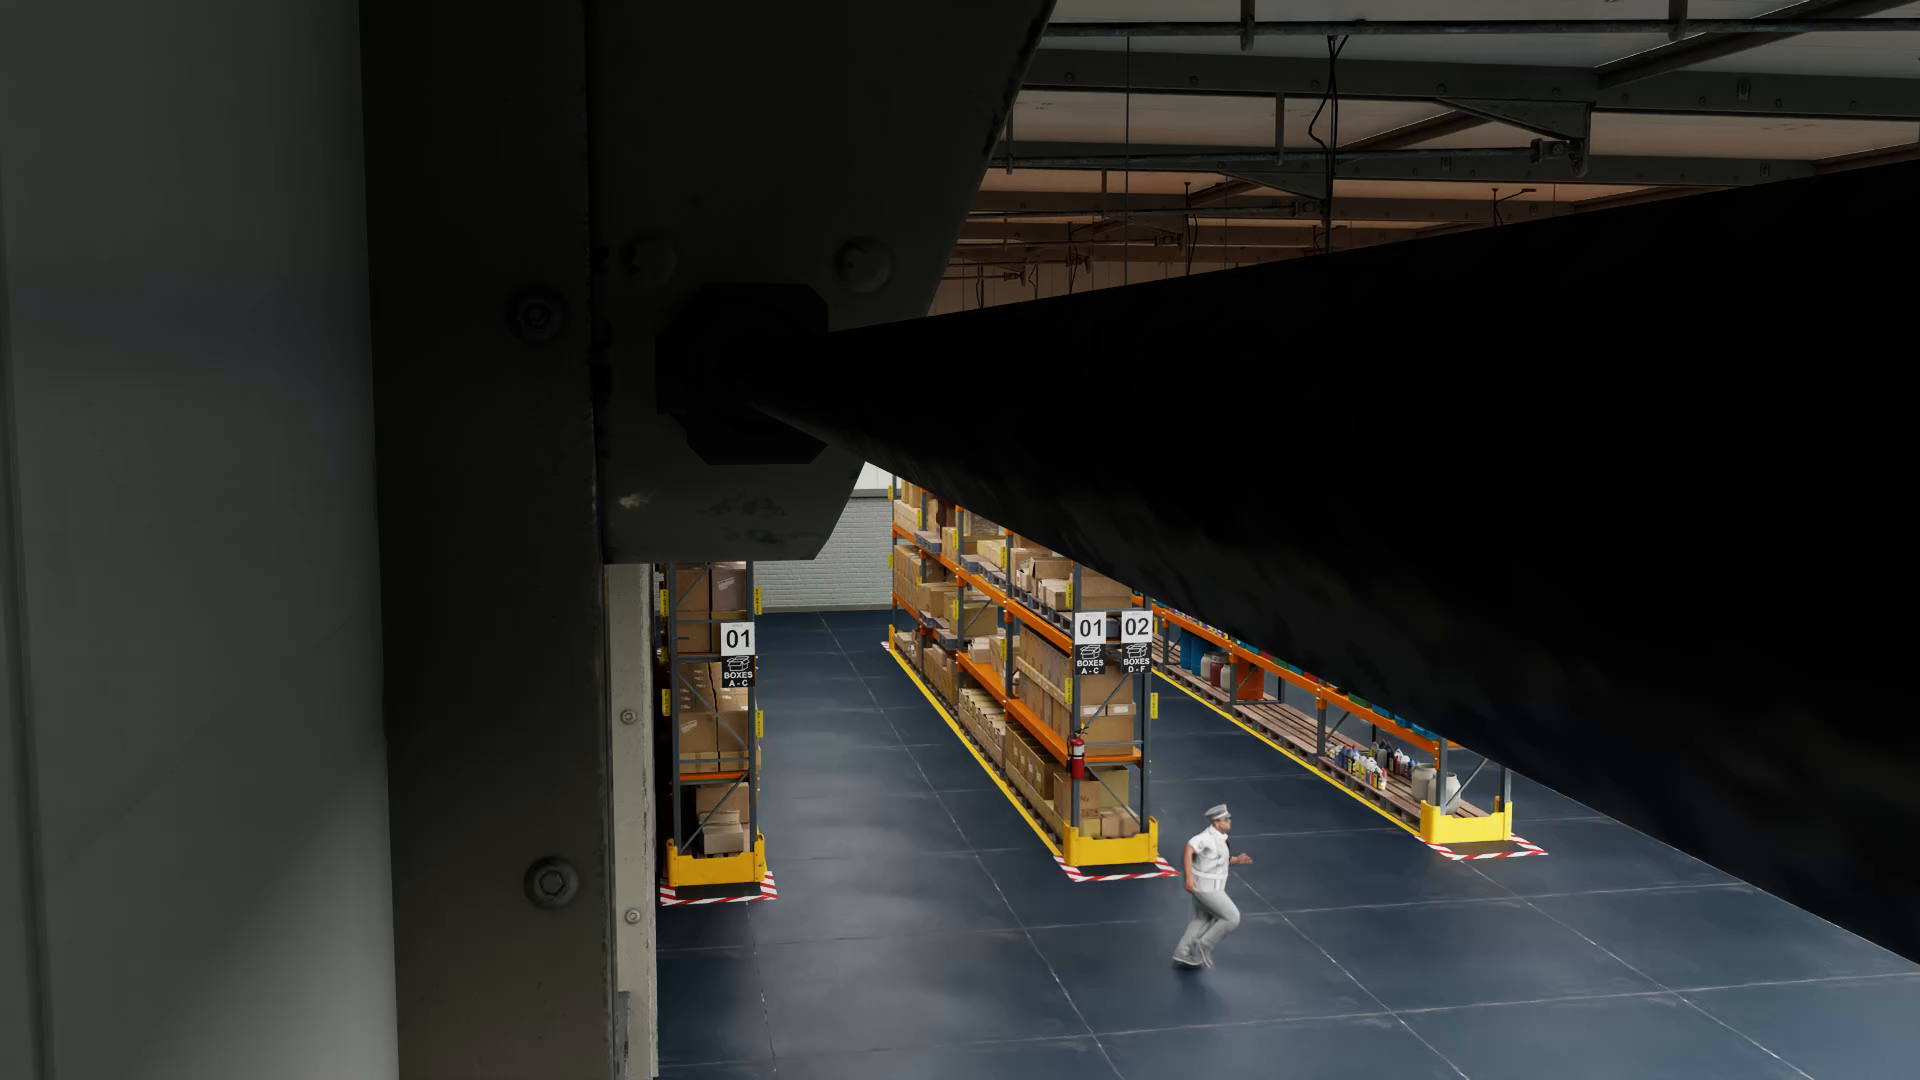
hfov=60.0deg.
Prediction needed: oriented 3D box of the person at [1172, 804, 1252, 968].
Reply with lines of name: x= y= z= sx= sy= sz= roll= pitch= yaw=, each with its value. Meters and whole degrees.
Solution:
person: x=2.611 y=3.588 z=17.238 sx=0.801 sy=1.733 sz=0.699 roll=2 pitch=6 yaw=16
